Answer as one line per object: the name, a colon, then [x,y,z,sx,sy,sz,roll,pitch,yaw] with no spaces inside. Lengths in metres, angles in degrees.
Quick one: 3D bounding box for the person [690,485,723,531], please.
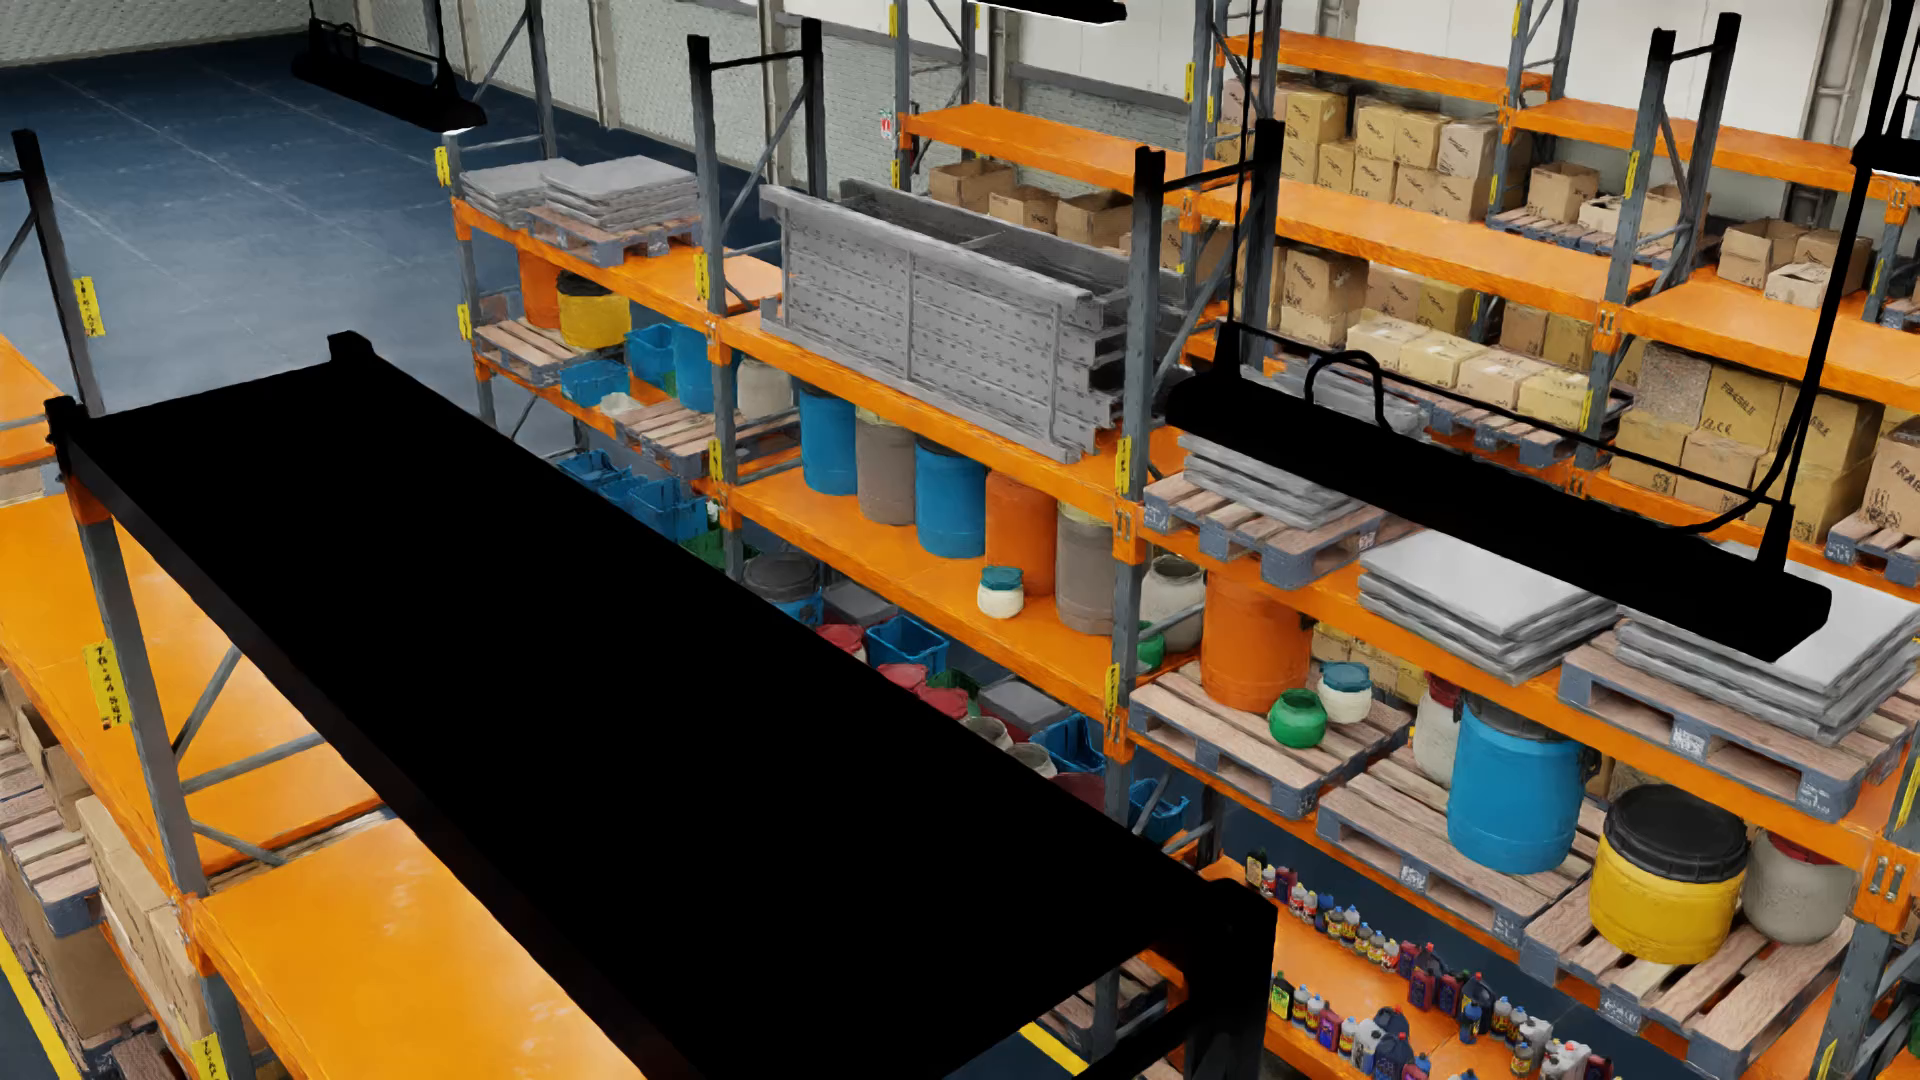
person: [-2.431,-0.444,16.448,0.569,1.786,0.653,-5,27,-10]
